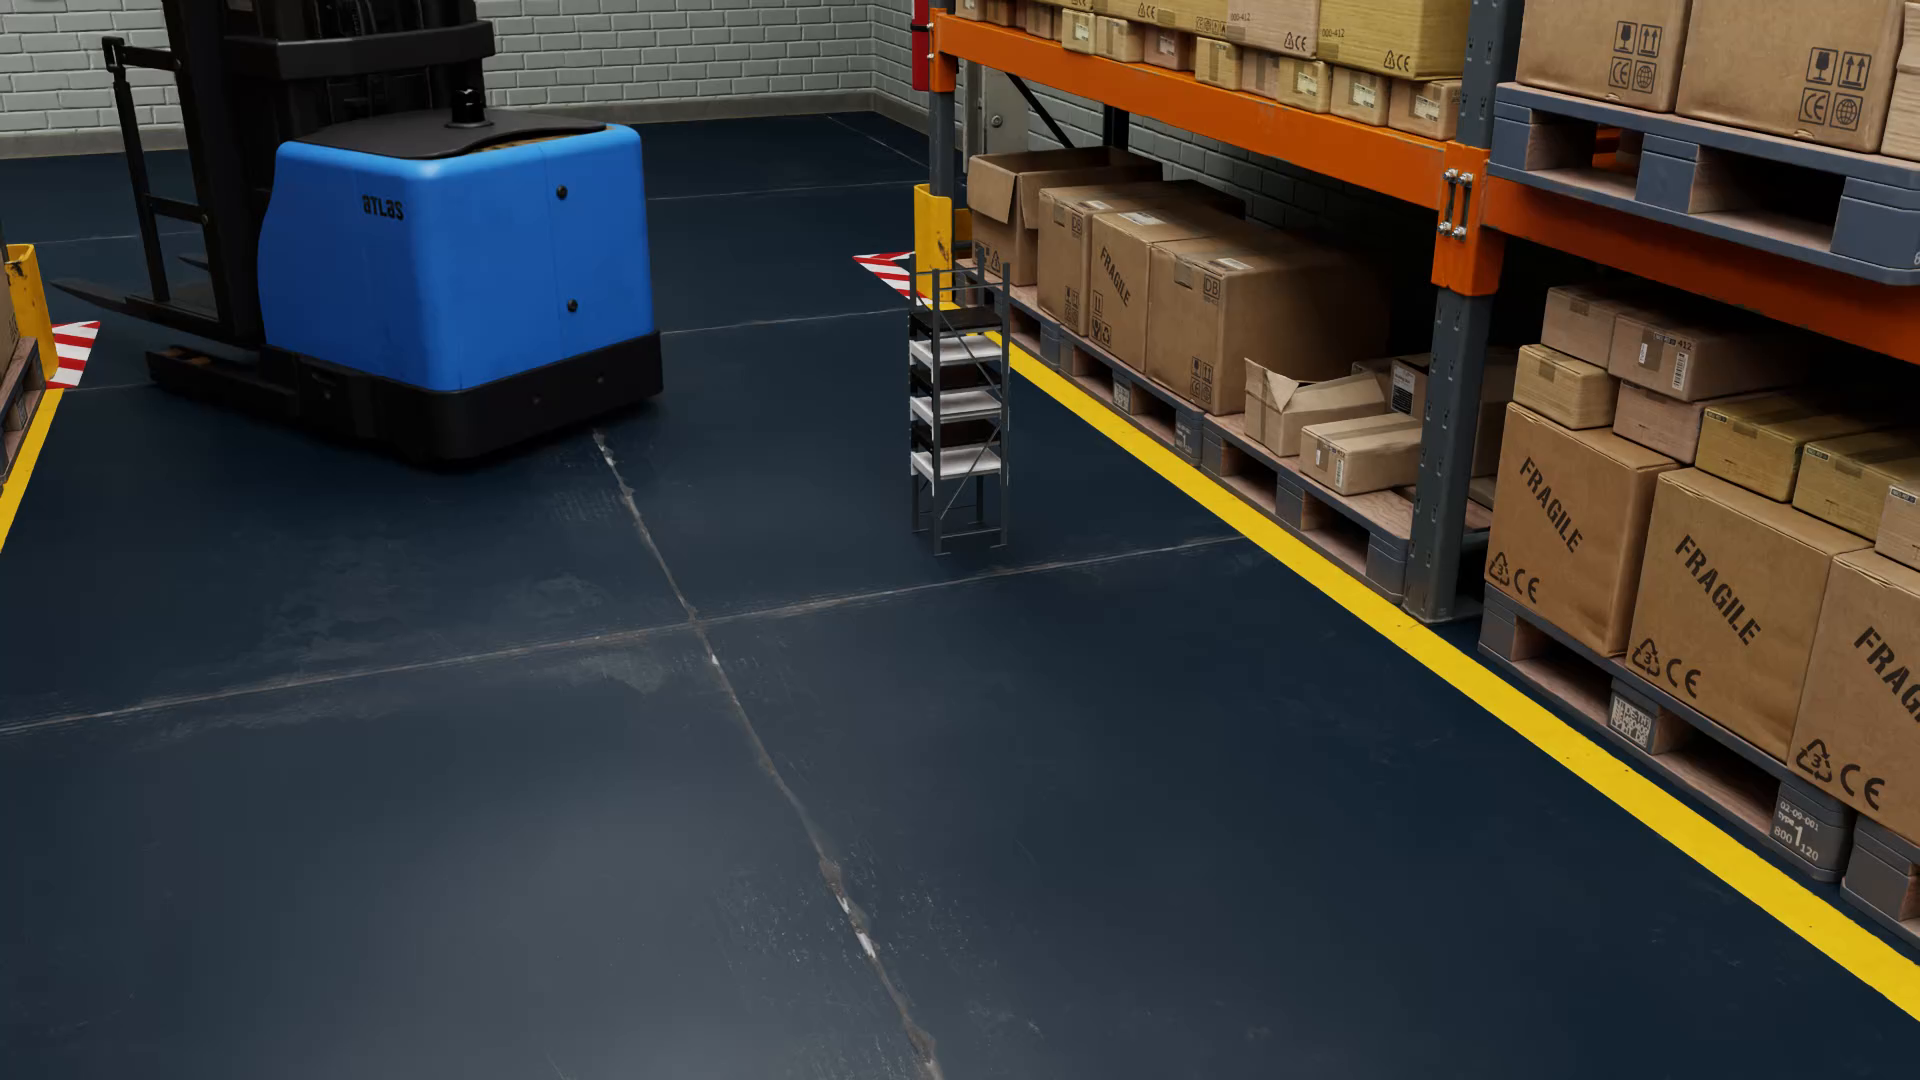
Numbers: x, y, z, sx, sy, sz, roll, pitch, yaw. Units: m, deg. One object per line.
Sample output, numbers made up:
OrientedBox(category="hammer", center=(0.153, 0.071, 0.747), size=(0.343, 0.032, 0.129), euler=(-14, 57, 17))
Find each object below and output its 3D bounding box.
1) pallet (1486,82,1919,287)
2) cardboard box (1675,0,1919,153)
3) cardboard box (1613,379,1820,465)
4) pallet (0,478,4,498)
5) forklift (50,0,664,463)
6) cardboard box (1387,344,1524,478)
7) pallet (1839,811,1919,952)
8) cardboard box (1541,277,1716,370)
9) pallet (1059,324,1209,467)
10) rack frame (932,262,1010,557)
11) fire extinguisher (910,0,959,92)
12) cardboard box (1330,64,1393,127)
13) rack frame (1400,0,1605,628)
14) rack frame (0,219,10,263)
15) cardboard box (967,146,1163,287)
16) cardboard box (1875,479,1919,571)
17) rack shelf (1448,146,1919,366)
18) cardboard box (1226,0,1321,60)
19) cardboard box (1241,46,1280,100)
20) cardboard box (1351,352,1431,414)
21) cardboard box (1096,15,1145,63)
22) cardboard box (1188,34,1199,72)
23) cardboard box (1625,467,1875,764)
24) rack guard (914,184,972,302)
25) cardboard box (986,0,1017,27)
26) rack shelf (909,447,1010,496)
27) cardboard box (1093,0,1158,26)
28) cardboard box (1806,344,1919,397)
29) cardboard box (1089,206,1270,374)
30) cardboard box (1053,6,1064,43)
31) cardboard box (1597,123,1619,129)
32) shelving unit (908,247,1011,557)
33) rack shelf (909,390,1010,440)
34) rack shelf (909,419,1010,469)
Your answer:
OrientedBox(category="pallet", center=(1.934, -0.834, 3.613), size=(1.003, 0.211, 1.213), euler=(-8, 24, -19))
OrientedBox(category="cardboard box", center=(1.899, -1.073, 3.263), size=(0.700, 0.500, 0.500), euler=(-8, 24, -18))
OrientedBox(category="cardboard box", center=(1.802, -0.311, 3.969), size=(0.380, 0.149, 0.250), euler=(-9, 24, -20))
OrientedBox(category="pallet", center=(-3.518, 0.009, 4.957), size=(1.003, 0.211, 1.213), euler=(-8, 24, -19))
OrientedBox(category="forklift", center=(-2.639, -2.056, 6.354), size=(3.031, 2.935, 1.130), euler=(16, 28, 33))
OrientedBox(category="cardboard box", center=(1.742, -0.455, 5.388), size=(0.500, 0.311, 0.500), euler=(-7, 24, -17))
OrientedBox(category="pallet", center=(2.512, 0.792, 3.100), size=(1.003, 0.211, 1.213), euler=(-8, 24, -19))
OrientedBox(category="cardboard box", center=(1.689, -0.547, 4.144), size=(0.380, 0.149, 0.250), euler=(-9, 24, -20))
OrientedBox(category="pallet", center=(1.078, -0.636, 6.488), size=(1.003, 0.211, 1.213), euler=(-8, 24, -19))
OrientedBox(category="rack frame", center=(0.033, -0.381, 4.995), size=(0.240, 0.900, 0.006), euler=(-8, 24, -19))
OrientedBox(category="fire extinguisher", center=(-0.143, -2.464, 7.813), size=(0.296, 0.674, 0.183), euler=(-8, 24, -19))
OrientedBox(category="cardboard box", center=(1.293, -1.285, 4.759), size=(0.380, 0.149, 0.250), euler=(-8, 24, -18))
OrientedBox(category="rack frame", center=(1.754, -1.228, 4.300), size=(1.000, 3.000, 0.127), euler=(-8, 24, -19))
OrientedBox(category="rack frame", center=(-4.301, -1.999, 6.130), size=(1.000, 3.000, 0.127), euler=(-8, 24, -19))
OrientedBox(category="cardboard box", center=(0.469, -1.489, 7.594), size=(0.797, 0.503, 0.637), euler=(-9, 25, -21))
OrientedBox(category="cardboard box", center=(2.067, -0.026, 3.292), size=(0.380, 0.149, 0.250), euler=(-8, 24, -19))
OrientedBox(category="rack shelf", center=(2.461, -0.169, 2.716), size=(1.077, 0.370, 4.000), euler=(-8, 24, -19))
OrientedBox(category="cardboard box", center=(1.155, -1.627, 5.058), size=(0.500, 0.250, 0.500), euler=(-8, 24, -19))
OrientedBox(category="cardboard box", center=(1.111, -1.475, 5.210), size=(0.380, 0.149, 0.250), euler=(-8, 24, -18))
OrientedBox(category="cardboard box", center=(1.589, -0.537, 5.793), size=(0.380, 0.149, 0.250), euler=(-9, 24, -20))
OrientedBox(category="cardboard box", center=(0.721, -1.840, 6.078), size=(0.380, 0.149, 0.250), euler=(-8, 24, -18))
OrientedBox(category="cardboard box", center=(1.008, -1.673, 5.680), size=(0.380, 0.149, 0.250), euler=(-8, 24, -18))
OrientedBox(category="cardboard box", center=(1.912, 0.130, 3.758), size=(0.500, 0.500, 0.500), euler=(-9, 24, -20))
OrientedBox(category="rack guard", center=(0.368, -1.501, 8.169), size=(1.175, 0.500, 0.348), euler=(-8, 24, -19))
OrientedBox(category="cardboard box", center=(0.334, -2.322, 7.221), size=(0.380, 0.149, 0.250), euler=(-8, 24, -18))
OrientedBox(category="rack shelf", center=(-0.003, -0.221, 5.165), size=(0.258, 0.077, 0.200), euler=(-8, 24, -19))
OrientedBox(category="cardboard box", center=(0.810, -1.997, 5.937), size=(0.500, 0.250, 0.500), euler=(-9, 24, -20))
OrientedBox(category="cardboard box", center=(2.252, -0.379, 4.130), size=(0.380, 0.149, 0.250), euler=(-8, 24, -19))
OrientedBox(category="cardboard box", center=(0.827, -0.966, 6.357), size=(0.500, 0.500, 0.500), euler=(-8, 24, -18))
OrientedBox(category="cardboard box", center=(0.590, -2.035, 6.540), size=(0.380, 0.149, 0.250), euler=(-8, 24, -18))
OrientedBox(category="cardboard box", center=(1.891, -1.271, 4.728), size=(0.380, 0.149, 0.250), euler=(-8, 24, -19))
OrientedBox(category="shelving unit", center=(-0.003, -0.418, 5.082), size=(0.258, 0.900, 0.210), euler=(-8, 24, -19))
OrientedBox(category="rack shelf", center=(-0.003, -0.387, 5.095), size=(0.258, 0.077, 0.200), euler=(-8, 24, -19))
OrientedBox(category="rack shelf", center=(-0.003, -0.304, 5.130), size=(0.258, 0.077, 0.200), euler=(-8, 24, -19))
